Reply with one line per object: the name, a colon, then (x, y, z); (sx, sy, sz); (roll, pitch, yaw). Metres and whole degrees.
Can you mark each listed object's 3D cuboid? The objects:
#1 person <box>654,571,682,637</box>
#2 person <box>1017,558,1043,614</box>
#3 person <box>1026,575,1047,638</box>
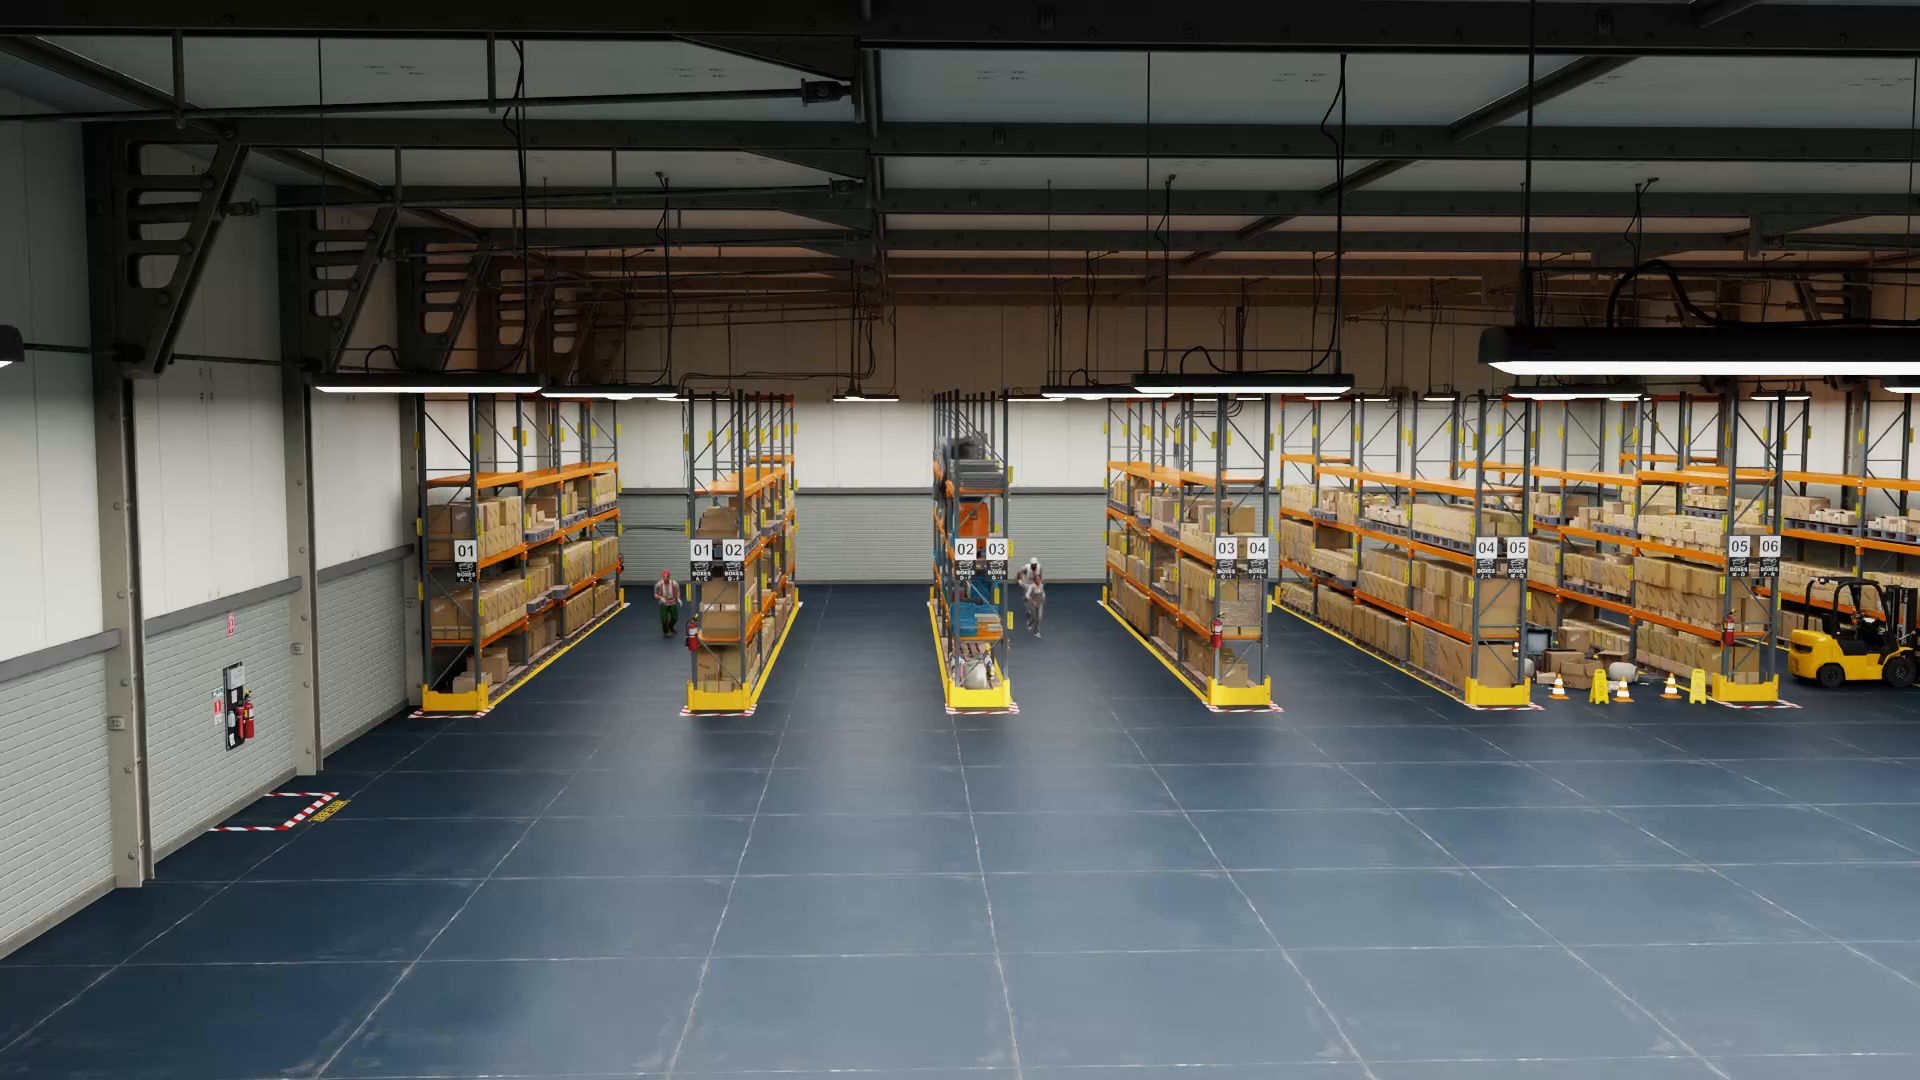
person: (-7.151, 1.573, 40.738); (0.682, 1.672, 0.766); (-1, 5, -15)
person: (1.890, 1.238, 45.479); (0.701, 1.580, 0.964); (-2, 5, -18)
person: (1.838, 1.611, 41.057); (0.545, 1.552, 0.692); (-2, 5, -19)
